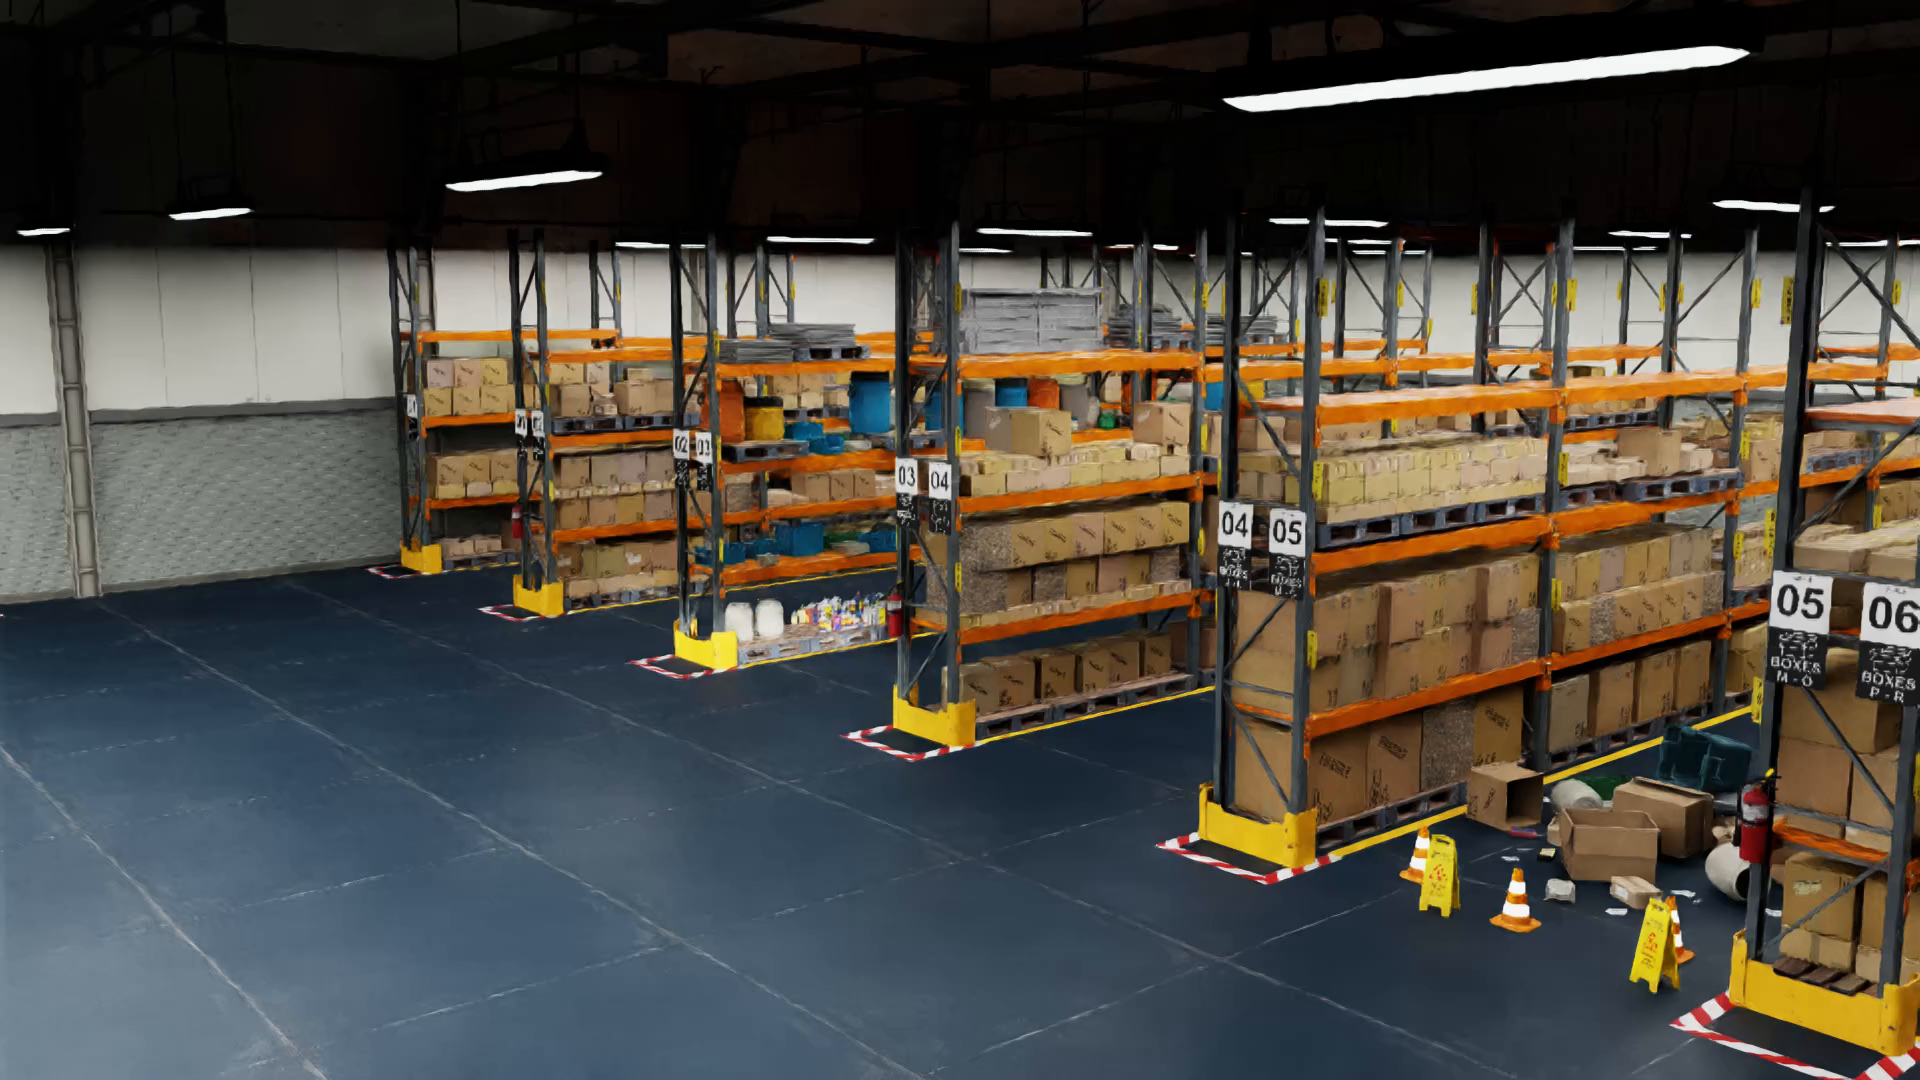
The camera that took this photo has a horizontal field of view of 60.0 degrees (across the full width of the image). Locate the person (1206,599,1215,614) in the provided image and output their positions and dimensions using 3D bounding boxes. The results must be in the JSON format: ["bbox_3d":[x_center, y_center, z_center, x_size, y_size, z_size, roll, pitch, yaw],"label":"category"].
[{"bbox_3d":[3.699,0.691,24.232,1.036,1.517,0.417,-7,11,-37],"label":"person"}]
